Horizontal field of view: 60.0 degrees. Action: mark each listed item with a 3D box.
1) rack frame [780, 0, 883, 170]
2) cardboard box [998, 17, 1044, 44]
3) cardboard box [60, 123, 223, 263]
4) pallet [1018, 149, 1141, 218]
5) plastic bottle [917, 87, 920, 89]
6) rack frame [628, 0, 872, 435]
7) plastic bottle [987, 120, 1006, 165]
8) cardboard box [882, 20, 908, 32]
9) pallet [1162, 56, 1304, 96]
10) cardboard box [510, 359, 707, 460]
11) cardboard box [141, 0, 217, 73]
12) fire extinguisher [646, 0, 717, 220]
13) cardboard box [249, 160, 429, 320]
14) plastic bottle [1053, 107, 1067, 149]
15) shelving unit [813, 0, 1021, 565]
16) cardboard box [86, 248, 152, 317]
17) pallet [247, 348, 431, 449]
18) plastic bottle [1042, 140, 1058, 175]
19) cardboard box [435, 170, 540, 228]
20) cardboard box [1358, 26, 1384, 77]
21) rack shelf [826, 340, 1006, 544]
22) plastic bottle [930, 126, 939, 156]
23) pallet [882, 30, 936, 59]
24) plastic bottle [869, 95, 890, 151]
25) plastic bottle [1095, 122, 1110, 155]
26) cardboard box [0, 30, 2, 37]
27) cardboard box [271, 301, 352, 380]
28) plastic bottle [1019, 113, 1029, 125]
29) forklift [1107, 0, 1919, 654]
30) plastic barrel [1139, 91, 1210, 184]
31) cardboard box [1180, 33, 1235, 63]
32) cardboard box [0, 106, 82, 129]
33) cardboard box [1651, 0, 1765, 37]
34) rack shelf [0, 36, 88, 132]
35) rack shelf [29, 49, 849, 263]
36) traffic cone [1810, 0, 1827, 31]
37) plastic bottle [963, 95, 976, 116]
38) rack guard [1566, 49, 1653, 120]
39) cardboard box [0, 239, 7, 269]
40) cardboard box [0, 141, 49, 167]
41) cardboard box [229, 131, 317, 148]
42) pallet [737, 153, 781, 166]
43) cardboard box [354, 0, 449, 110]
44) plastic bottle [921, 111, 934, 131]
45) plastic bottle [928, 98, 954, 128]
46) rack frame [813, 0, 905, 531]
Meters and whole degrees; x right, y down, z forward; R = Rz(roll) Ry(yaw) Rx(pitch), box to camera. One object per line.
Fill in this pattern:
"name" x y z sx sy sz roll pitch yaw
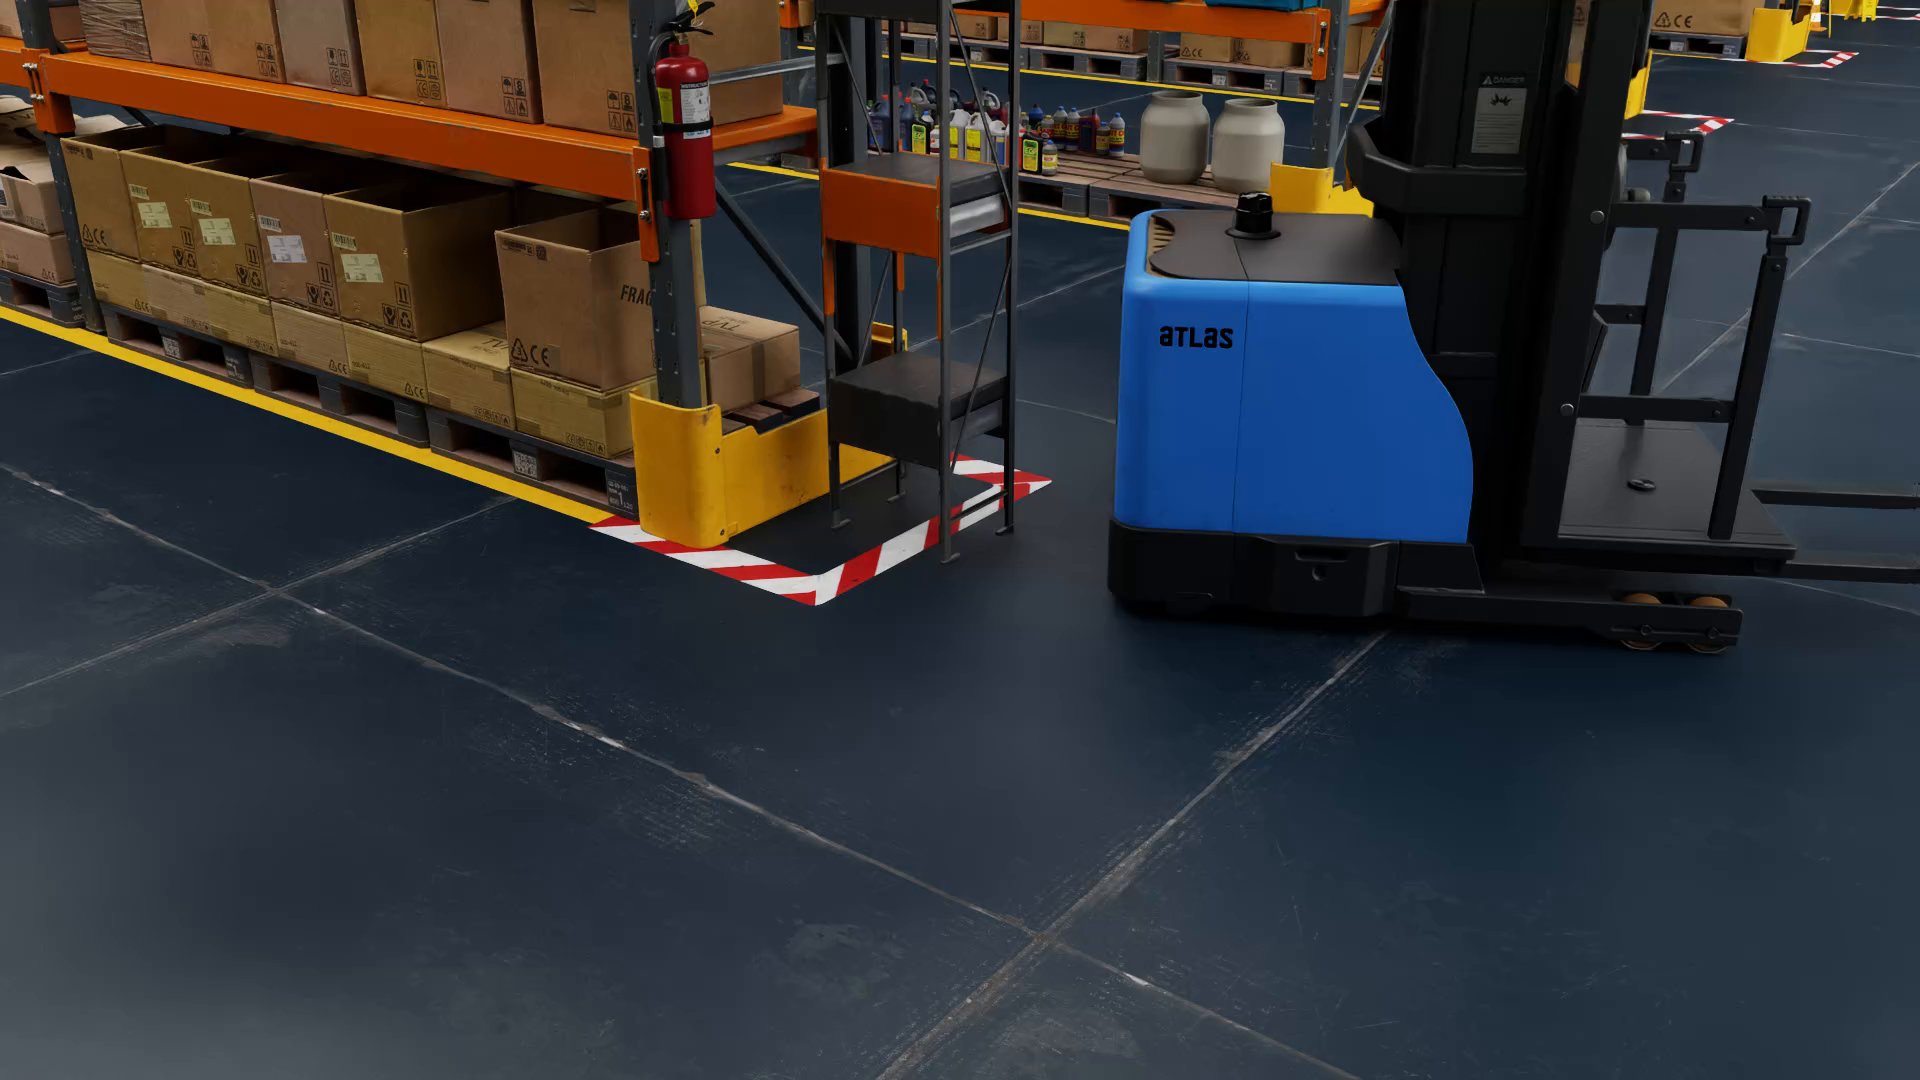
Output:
"rack frame" -0.909 -4.132 11.407 0.127 3.000 1.000 17 29 33
"cardboard box" 0.765 -5.199 16.384 0.500 0.500 0.700 14 27 29
"cardboard box" -3.699 -1.598 7.616 0.500 0.500 0.500 17 29 33
"pallet" 0.584 -2.385 10.901 1.213 0.211 1.003 17 29 33
"plastic bottle" -0.326 -3.080 11.843 0.133 0.283 0.061 19 30 36
"rack frame" -0.682 -1.567 5.586 0.127 3.000 1.000 17 29 33
"plastic bottle" 0.263 -2.525 10.593 0.135 0.276 0.152 16 28 32
"cardboard box" -0.591 -5.599 17.291 0.500 0.500 0.700 15 28 31
"pallet" 2.620 -4.303 15.253 1.213 0.211 1.003 17 29 33
"cardboard box" -1.288 -0.535 6.134 0.500 0.250 0.500 17 29 33
"cardboard box" -3.098 -2.349 7.238 0.500 0.500 0.700 16 29 33
"fire extinguisher" -0.866 -1.353 5.197 0.183 0.674 0.296 17 29 33
"cardboard box" -2.498 -1.236 6.795 0.500 0.500 0.500 17 29 33
"plastic bottle" 0.674 -2.763 11.139 0.097 0.271 0.097 0 24 0
"shelving unit" -0.132 -1.001 5.417 0.503 2.100 0.431 17 29 33
"cardboard box" -3.693 -1.258 7.775 0.500 0.250 0.500 17 29 33
"pallet" -2.291 -0.758 7.208 1.213 0.211 1.003 17 29 33
"plastic bottle" 0.560 -2.388 10.374 0.097 0.201 0.097 0 24 0
"cardboard box" -1.786 -1.283 6.900 0.500 0.500 0.500 17 29 33
"cardboard box" 3.784 -4.258 14.273 0.500 0.500 0.500 20 31 38
"rack shelf" -0.132 -0.348 5.705 0.480 0.518 0.431 17 29 33
"plastic bottle" -0.148 -2.602 10.859 0.097 0.201 0.097 0 24 0
"pallet" -0.515 -5.231 17.361 1.213 0.211 1.003 17 29 33
"plastic bottle" -0.512 -2.792 11.105 0.185 0.351 0.144 18 29 35
"plastic bottle" 0.945 -2.649 10.967 0.097 0.201 0.097 0 24 0
"cardboard box" -4.696 -2.626 8.157 0.258 0.266 0.396 16 28 32
"cardboard box" -2.495 -0.894 6.949 0.500 0.250 0.500 17 29 33
"plastic bottle" 0.430 -2.805 11.320 0.097 0.201 0.097 0 24 0
"forklift" 2.019 -1.229 4.903 3.031 2.935 1.130 3 24 6
"plastic barrel" 1.319 -2.474 10.209 0.421 0.512 0.421 0 24 0
"cardboard box" 2.358 -4.668 15.204 0.500 0.500 0.500 16 28 32
"cardboard box" -5.295 -2.277 9.390 0.500 0.311 0.500 18 29 35
"cardboard box" 7.736 -5.701 17.082 0.875 0.875 0.875 17 29 34
"rack shelf" -5.483 -2.689 9.024 4.000 0.370 1.077 17 29 33
"rack shelf" -2.282 -1.721 6.829 4.000 0.370 1.077 17 29 33
"traffic cone" 9.695 -6.046 18.899 0.334 0.463 0.336 17 29 33
"plastic bottle" 0.088 -2.955 11.559 0.133 0.283 0.061 19 30 37
"rack guard" 5.202 -3.637 13.384 0.348 0.500 1.175 17 29 33
"cardboard box" -4.792 -1.598 8.546 0.500 0.250 0.500 16 29 33
"cardboard box" -4.799 -1.854 8.432 0.500 0.311 0.500 18 29 35
"cardboard box" -2.987 -1.645 7.723 0.500 0.500 0.500 17 29 33
"pallet" -1.560 -3.033 12.372 1.213 0.211 1.003 17 29 33
"cardboard box" -1.865 -1.977 6.393 0.500 0.500 0.700 17 29 34
"plastic bottle" -0.220 -2.686 10.964 0.097 0.271 0.097 0 24 0
"plastic bottle" -0.136 -2.923 11.497 0.135 0.276 0.152 17 29 33
"rack frame" -0.328 -1.060 5.551 0.015 2.100 0.400 17 29 33
